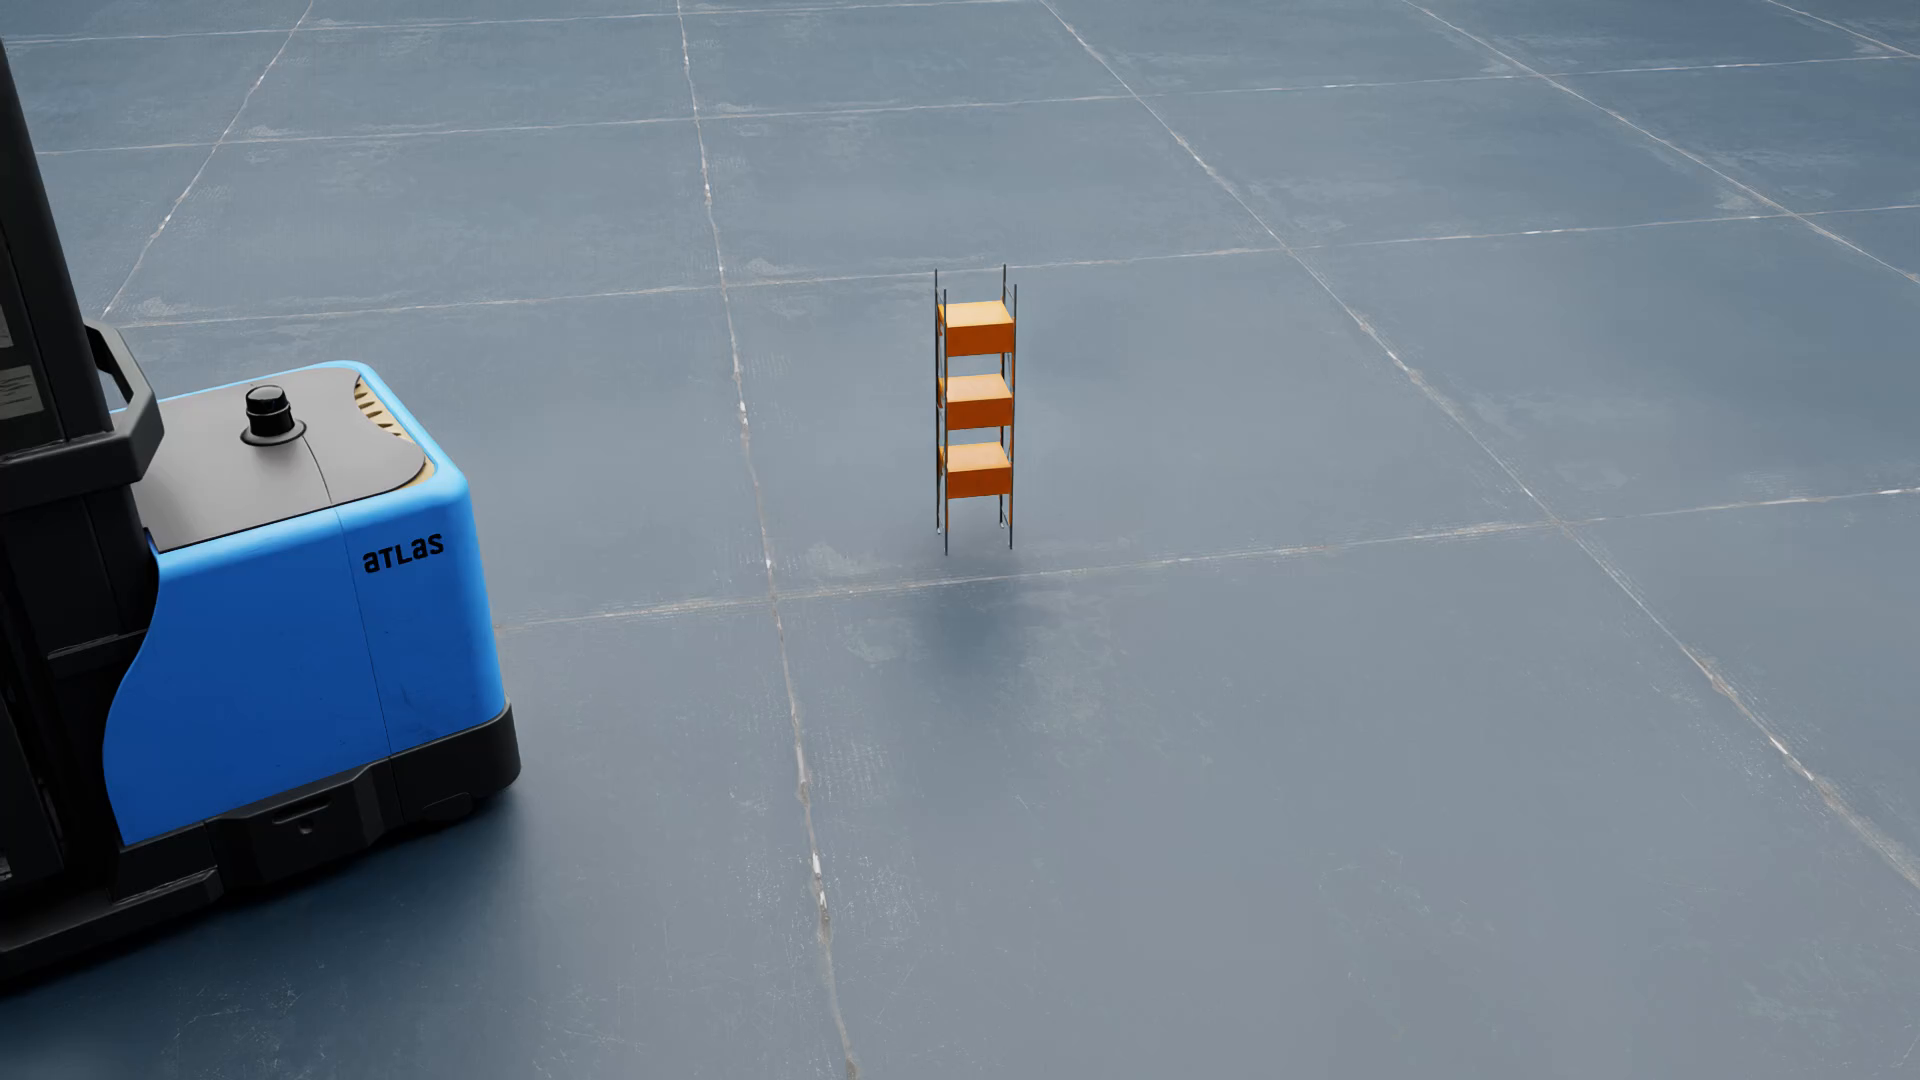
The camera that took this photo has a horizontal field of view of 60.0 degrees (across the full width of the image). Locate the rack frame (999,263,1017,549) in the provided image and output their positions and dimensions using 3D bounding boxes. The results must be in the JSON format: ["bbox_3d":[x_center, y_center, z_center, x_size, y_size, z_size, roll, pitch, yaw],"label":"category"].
[{"bbox_3d":[0.173,-0.469,6.011,0.008,1.050,0.200,-5,31,-9],"label":"rack frame"}]

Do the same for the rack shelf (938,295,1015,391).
[{"bbox_3d":[0.053,-0.693,5.854,0.240,0.259,0.215,-5,31,-9],"label":"rack shelf"}]

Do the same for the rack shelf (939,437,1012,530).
[{"bbox_3d":[0.053,-0.209,6.138,0.240,0.259,0.215,-5,31,-9],"label":"rack shelf"}]

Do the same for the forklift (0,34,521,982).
[{"bbox_3d":[-2.815,-0.292,3.855,3.031,2.935,1.130,-19,35,-29],"label":"forklift"}]

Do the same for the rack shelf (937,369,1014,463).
[{"bbox_3d":[0.053,-0.448,5.998,0.240,0.259,0.215,-5,31,-9],"label":"rack shelf"}]

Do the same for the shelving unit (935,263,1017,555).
[{"bbox_3d":[0.053,-0.457,5.992,0.252,1.050,0.215,-5,31,-9],"label":"shelving unit"}]

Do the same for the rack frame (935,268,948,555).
[{"bbox_3d":[-0.067,-0.446,5.973,0.008,1.050,0.200,-5,31,-9],"label":"rack frame"}]
